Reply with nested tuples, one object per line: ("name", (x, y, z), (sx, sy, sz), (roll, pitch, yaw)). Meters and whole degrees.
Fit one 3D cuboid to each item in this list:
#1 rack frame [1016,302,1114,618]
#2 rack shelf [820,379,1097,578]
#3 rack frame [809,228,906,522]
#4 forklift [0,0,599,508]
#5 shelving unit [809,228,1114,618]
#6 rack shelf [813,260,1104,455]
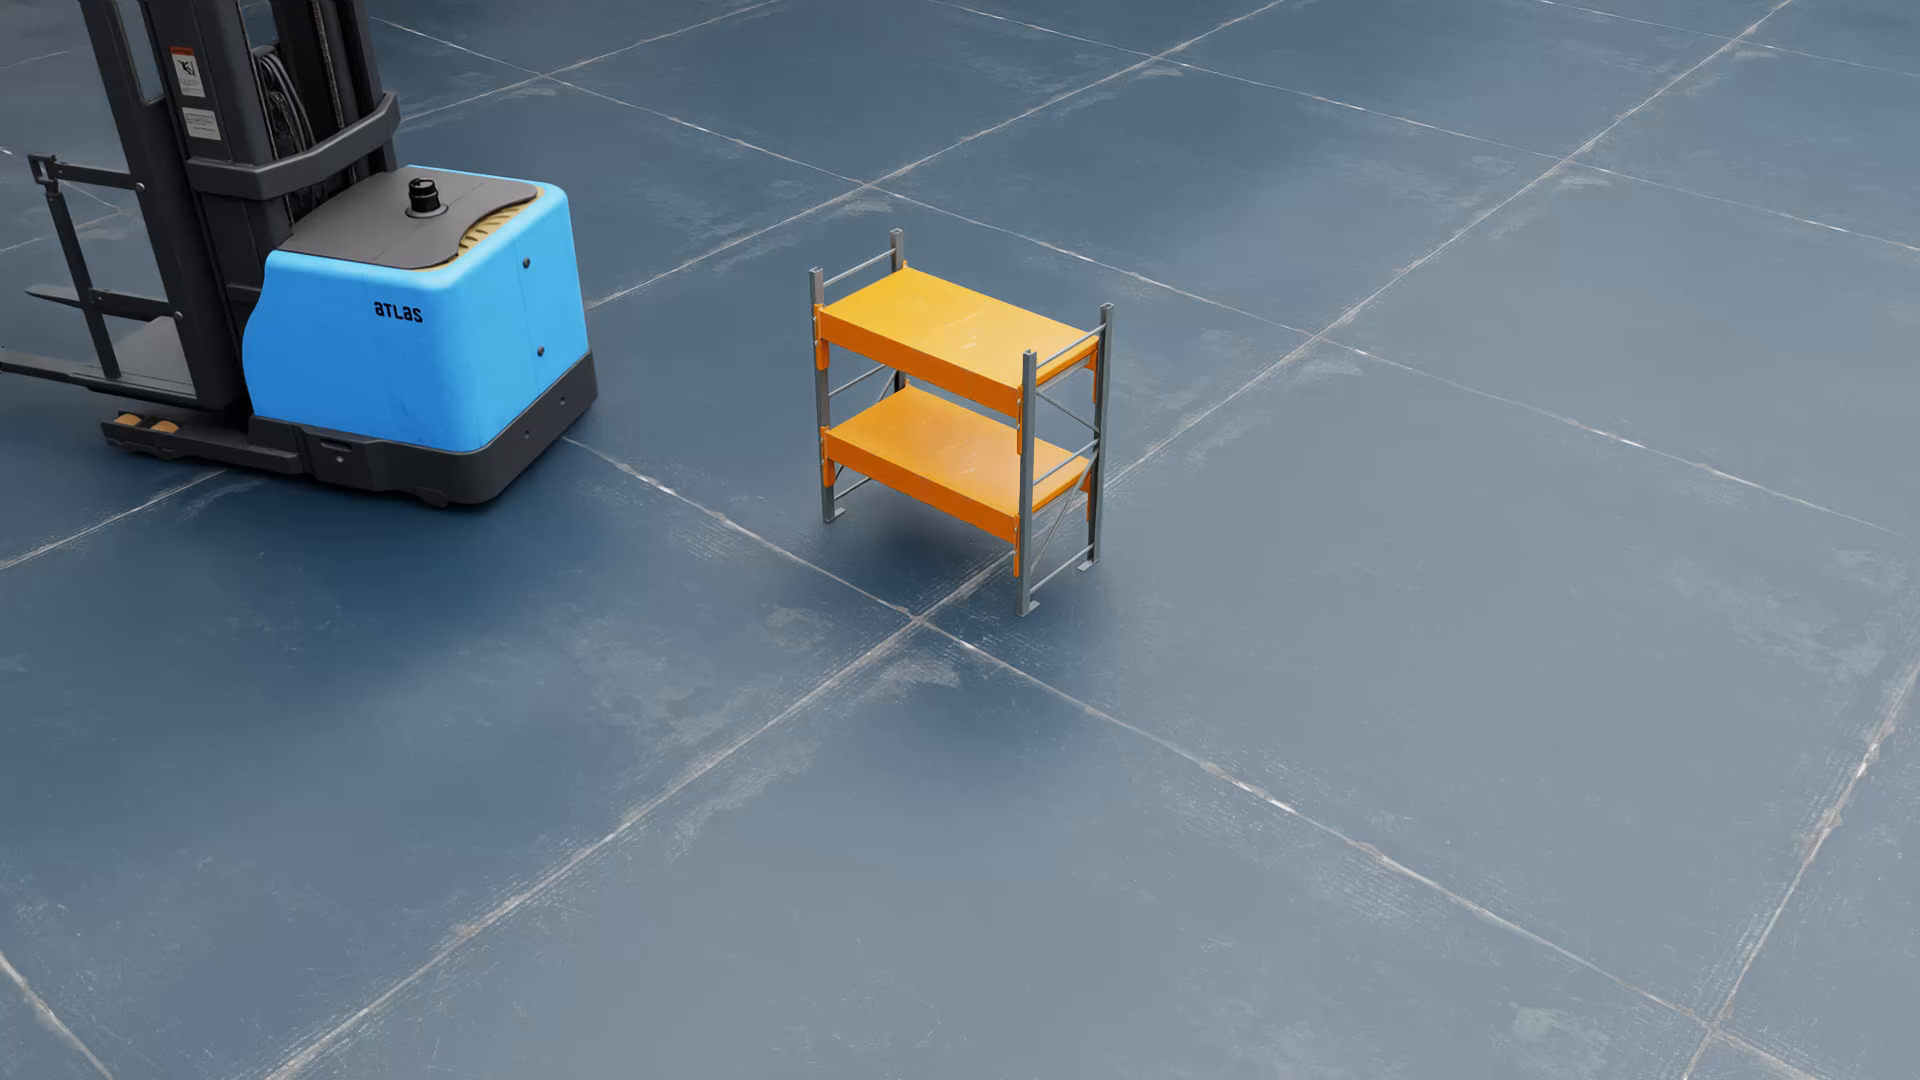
("rack frame", (0.385, -0.282, 6.167), (0.032, 1.125, 0.500), (25, 42, 32))
("rack shelf", (-0.005, -0.265, 6.574), (1.000, 0.278, 0.538), (25, 42, 32))
("rack frame", (-0.396, -0.650, 6.703), (0.032, 1.125, 0.500), (25, 42, 32))
("forklift", (-3.224, -1.829, 6.825), (3.031, 2.935, 1.130), (10, 36, 15))
("shelving unit", (-0.005, -0.466, 6.435), (1.048, 1.125, 0.538), (25, 42, 32))
("rack shelf", (-0.005, -0.707, 6.269), (1.000, 0.278, 0.538), (25, 42, 32))
